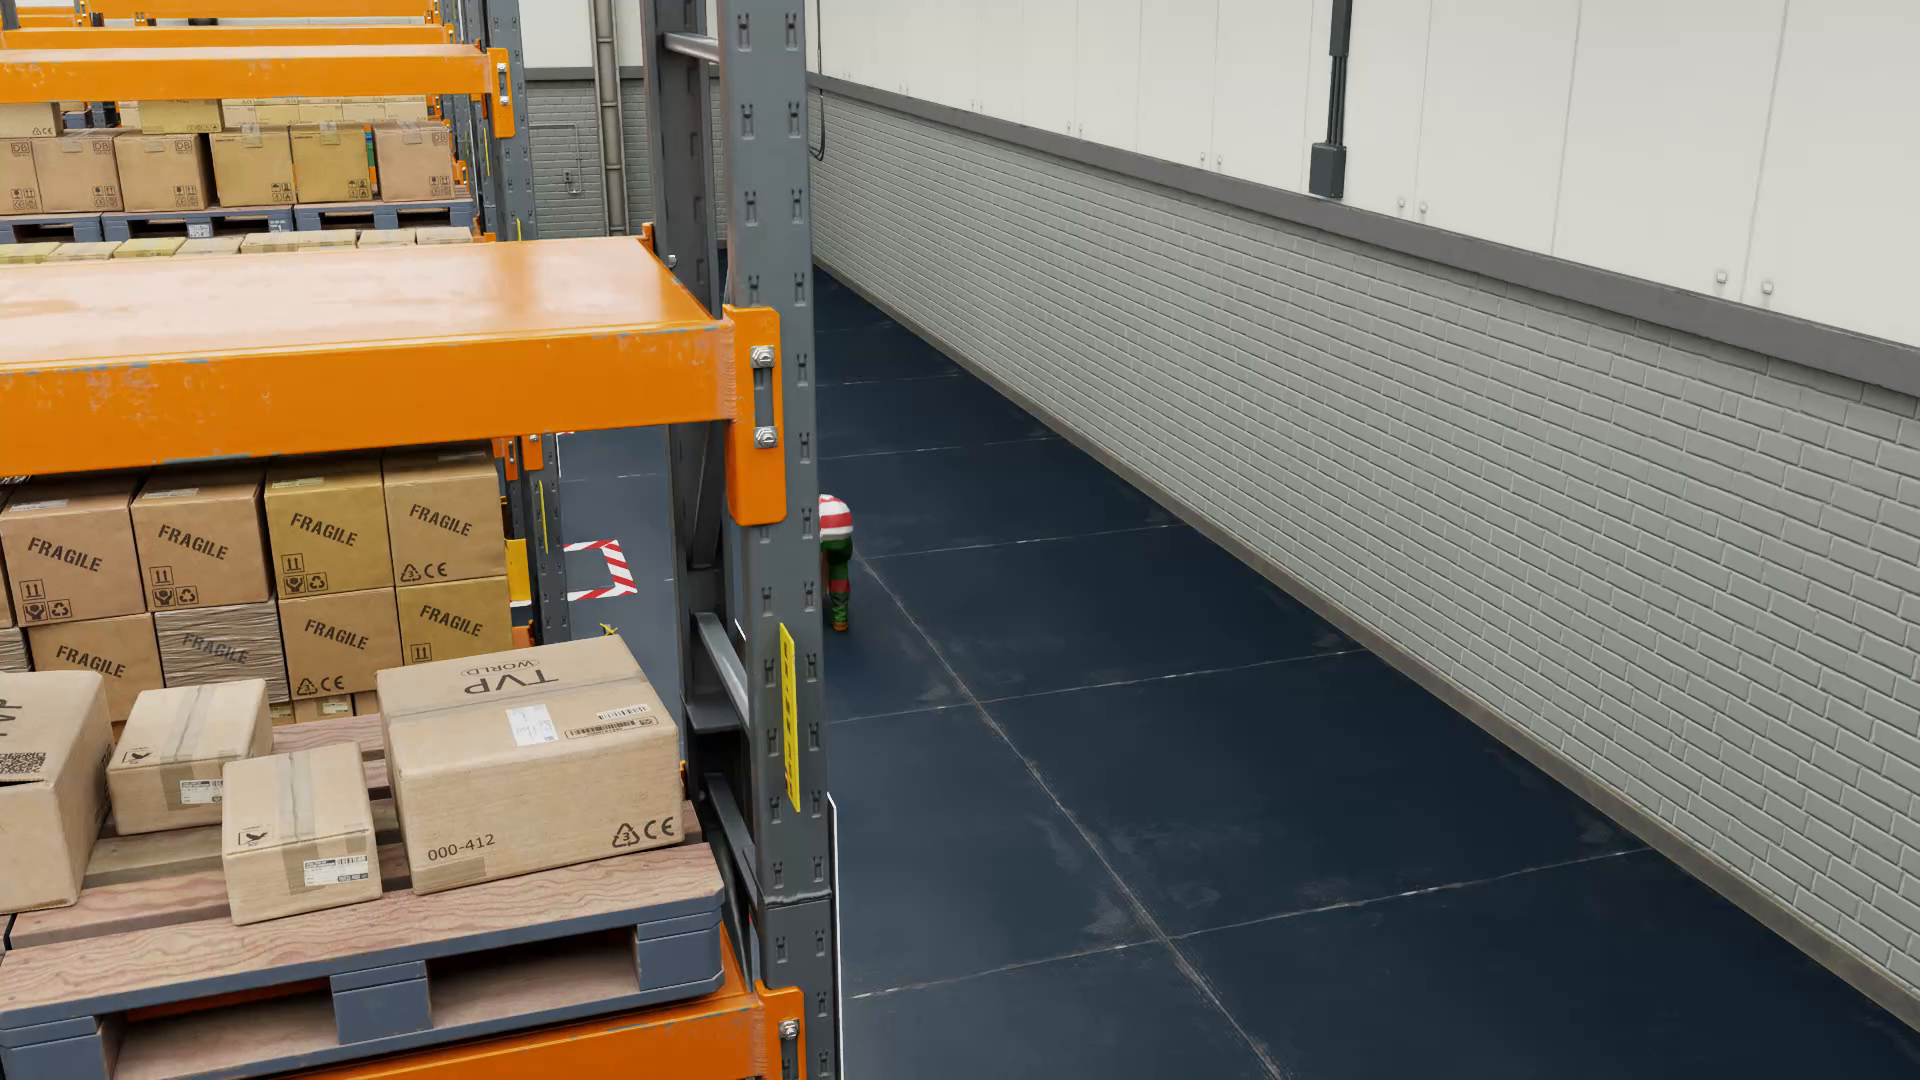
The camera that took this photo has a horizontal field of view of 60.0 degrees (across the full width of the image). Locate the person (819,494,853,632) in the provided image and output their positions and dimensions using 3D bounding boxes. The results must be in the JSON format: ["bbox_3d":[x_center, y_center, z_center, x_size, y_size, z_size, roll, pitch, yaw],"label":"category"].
[{"bbox_3d":[-1.093,0.106,12.386,0.524,1.023,0.954,-7,20,-20],"label":"person"}]
